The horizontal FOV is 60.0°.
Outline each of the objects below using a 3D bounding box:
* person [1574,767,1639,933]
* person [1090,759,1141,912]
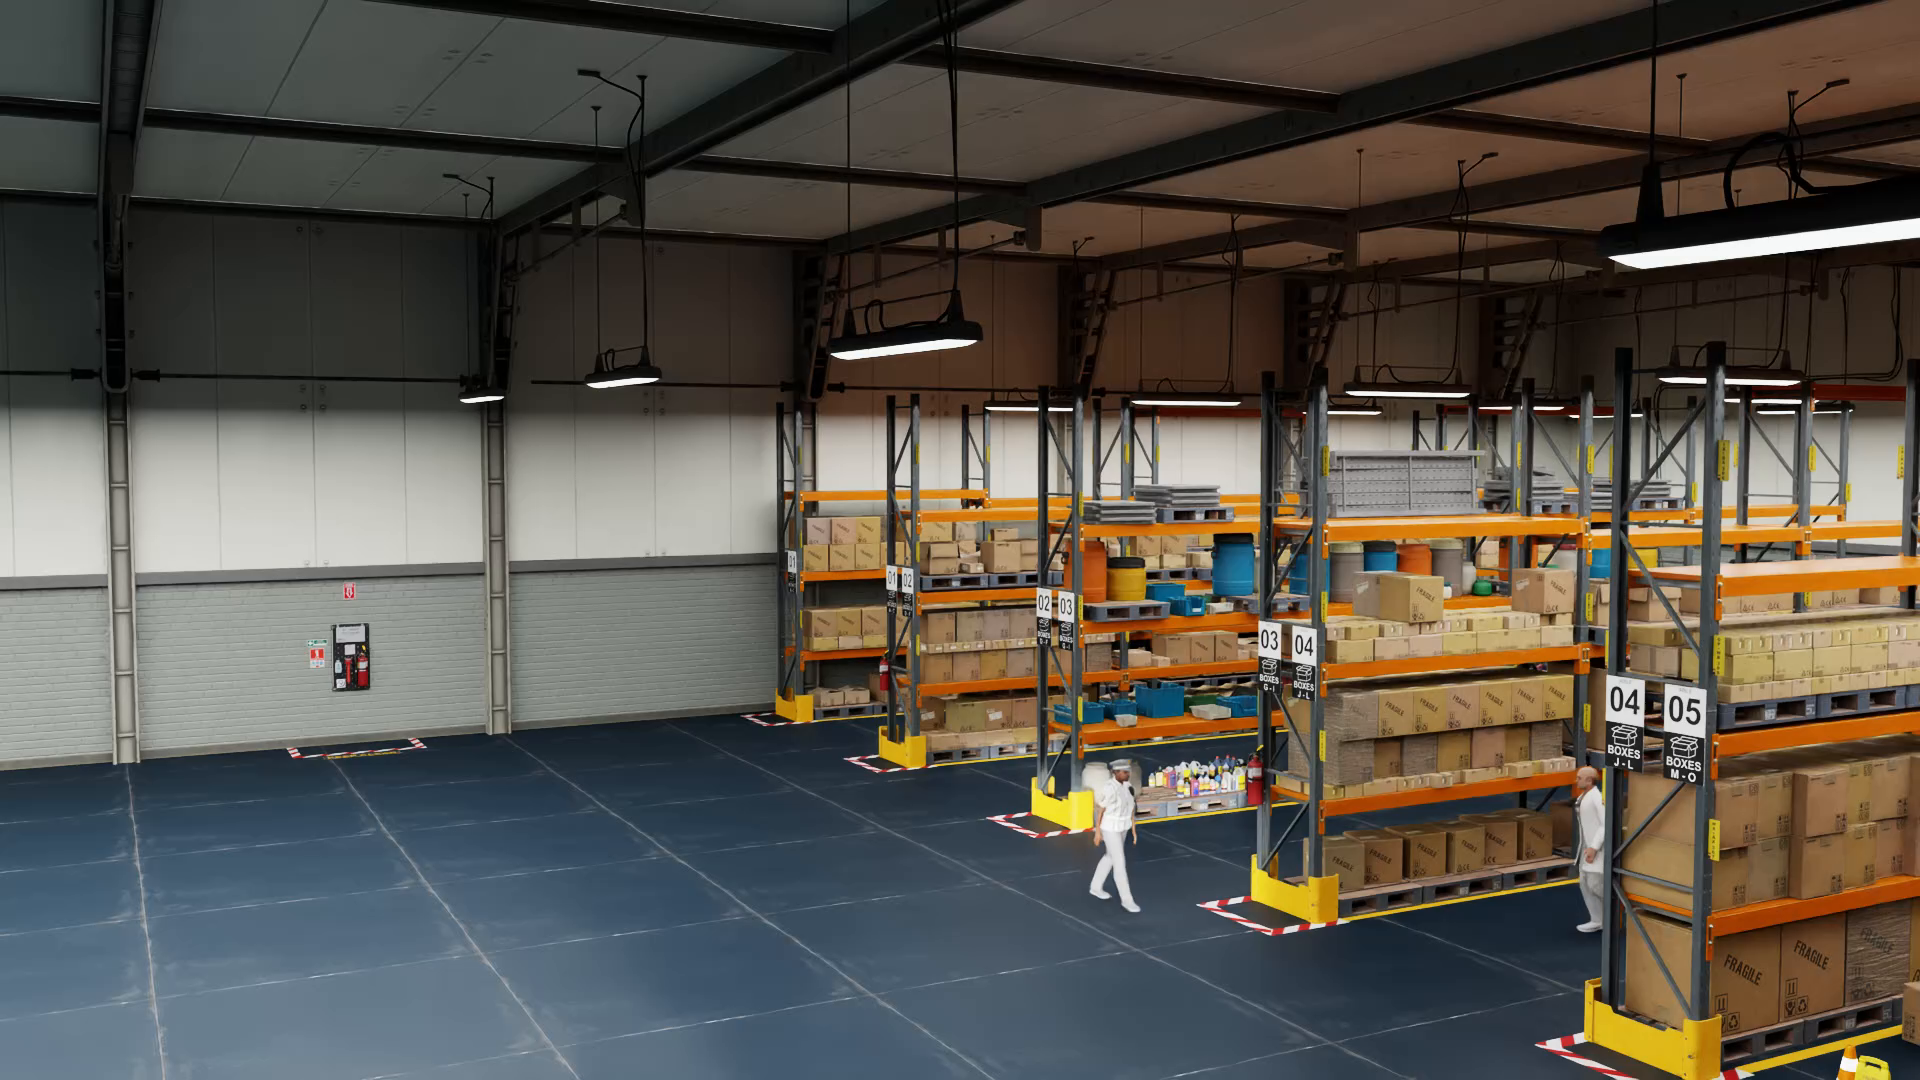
[{"bbox_3d":[6.874,3.291,17.708,0.677,1.758,0.632,0,3,-5],"label":"person"},{"bbox_3d":[1.781,3.265,18.698,0.860,1.630,0.497,3,4,40],"label":"person"}]
